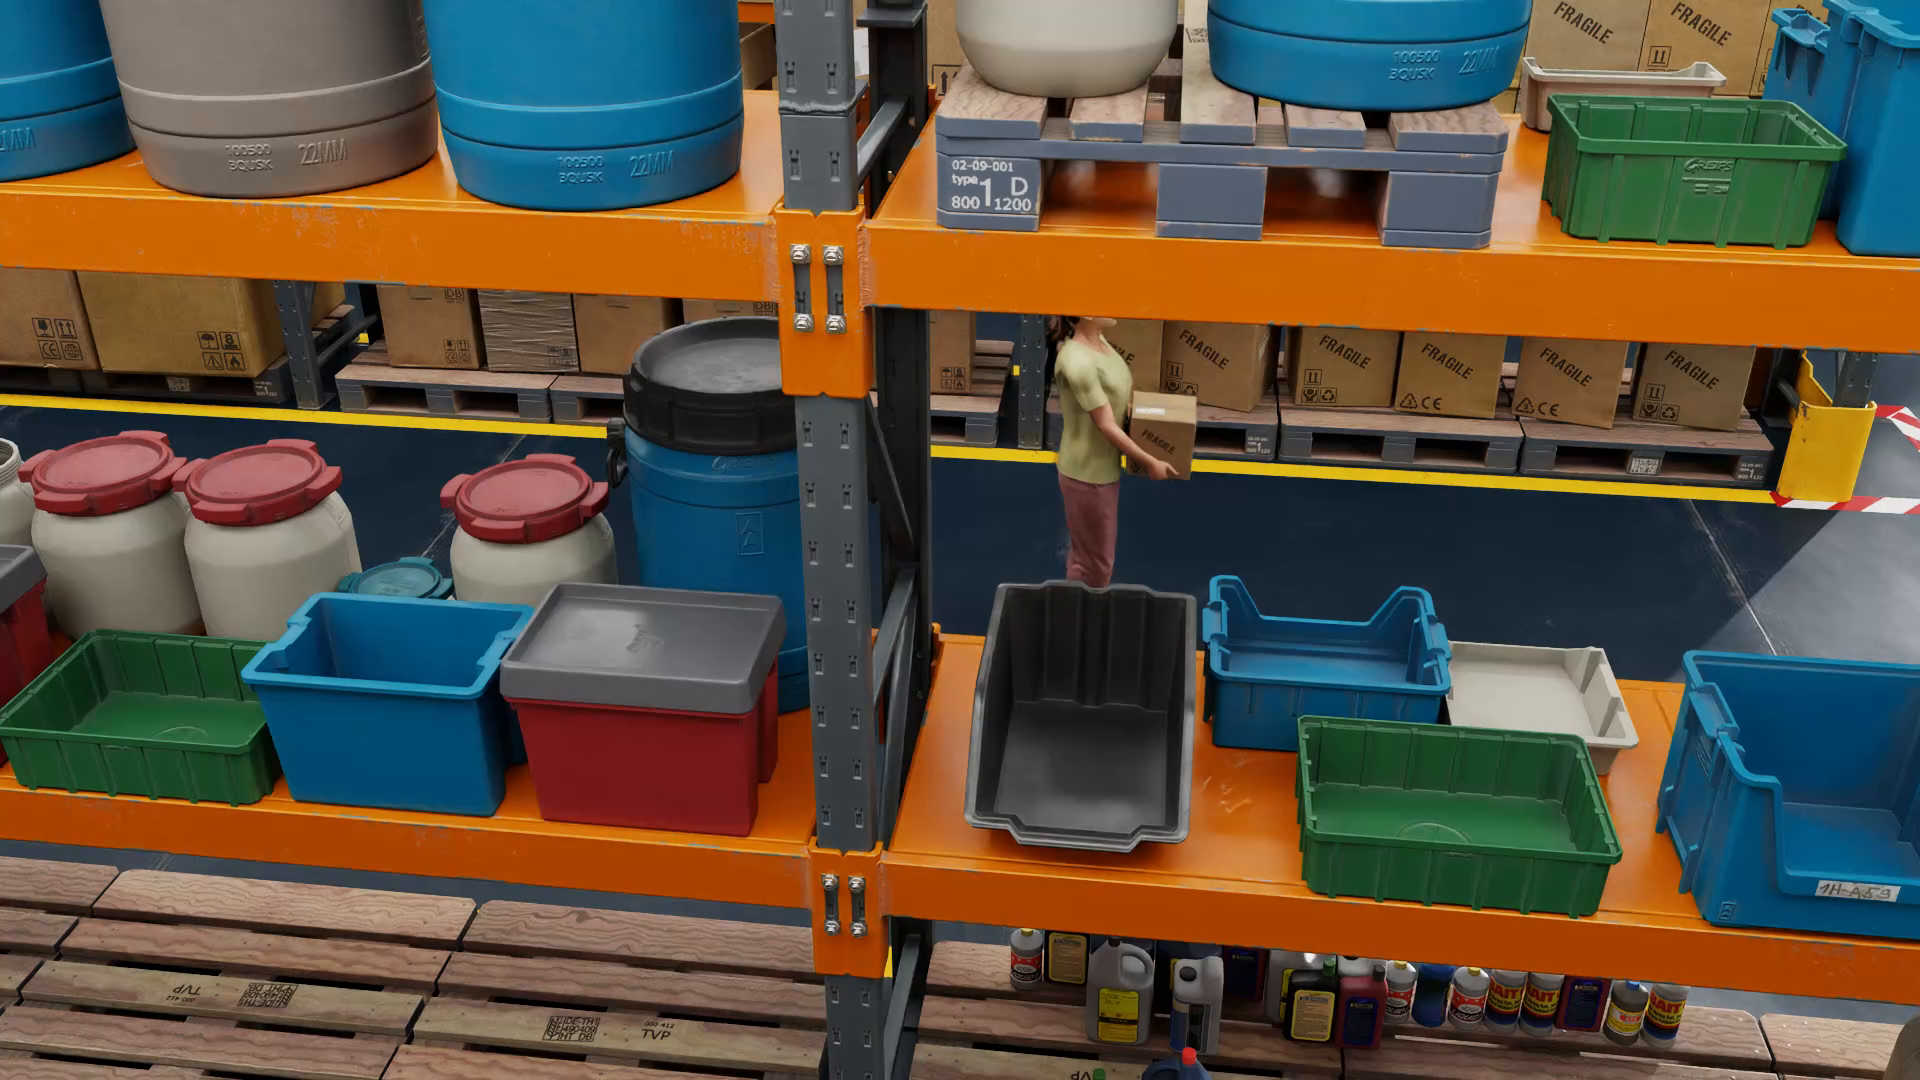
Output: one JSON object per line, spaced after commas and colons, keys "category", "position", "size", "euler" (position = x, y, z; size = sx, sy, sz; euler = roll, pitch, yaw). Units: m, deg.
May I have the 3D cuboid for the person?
{"category": "person", "position": [0.605, -0.267, 6.634], "size": [0.533, 1.656, 0.434], "euler": [4, 29, 8]}
